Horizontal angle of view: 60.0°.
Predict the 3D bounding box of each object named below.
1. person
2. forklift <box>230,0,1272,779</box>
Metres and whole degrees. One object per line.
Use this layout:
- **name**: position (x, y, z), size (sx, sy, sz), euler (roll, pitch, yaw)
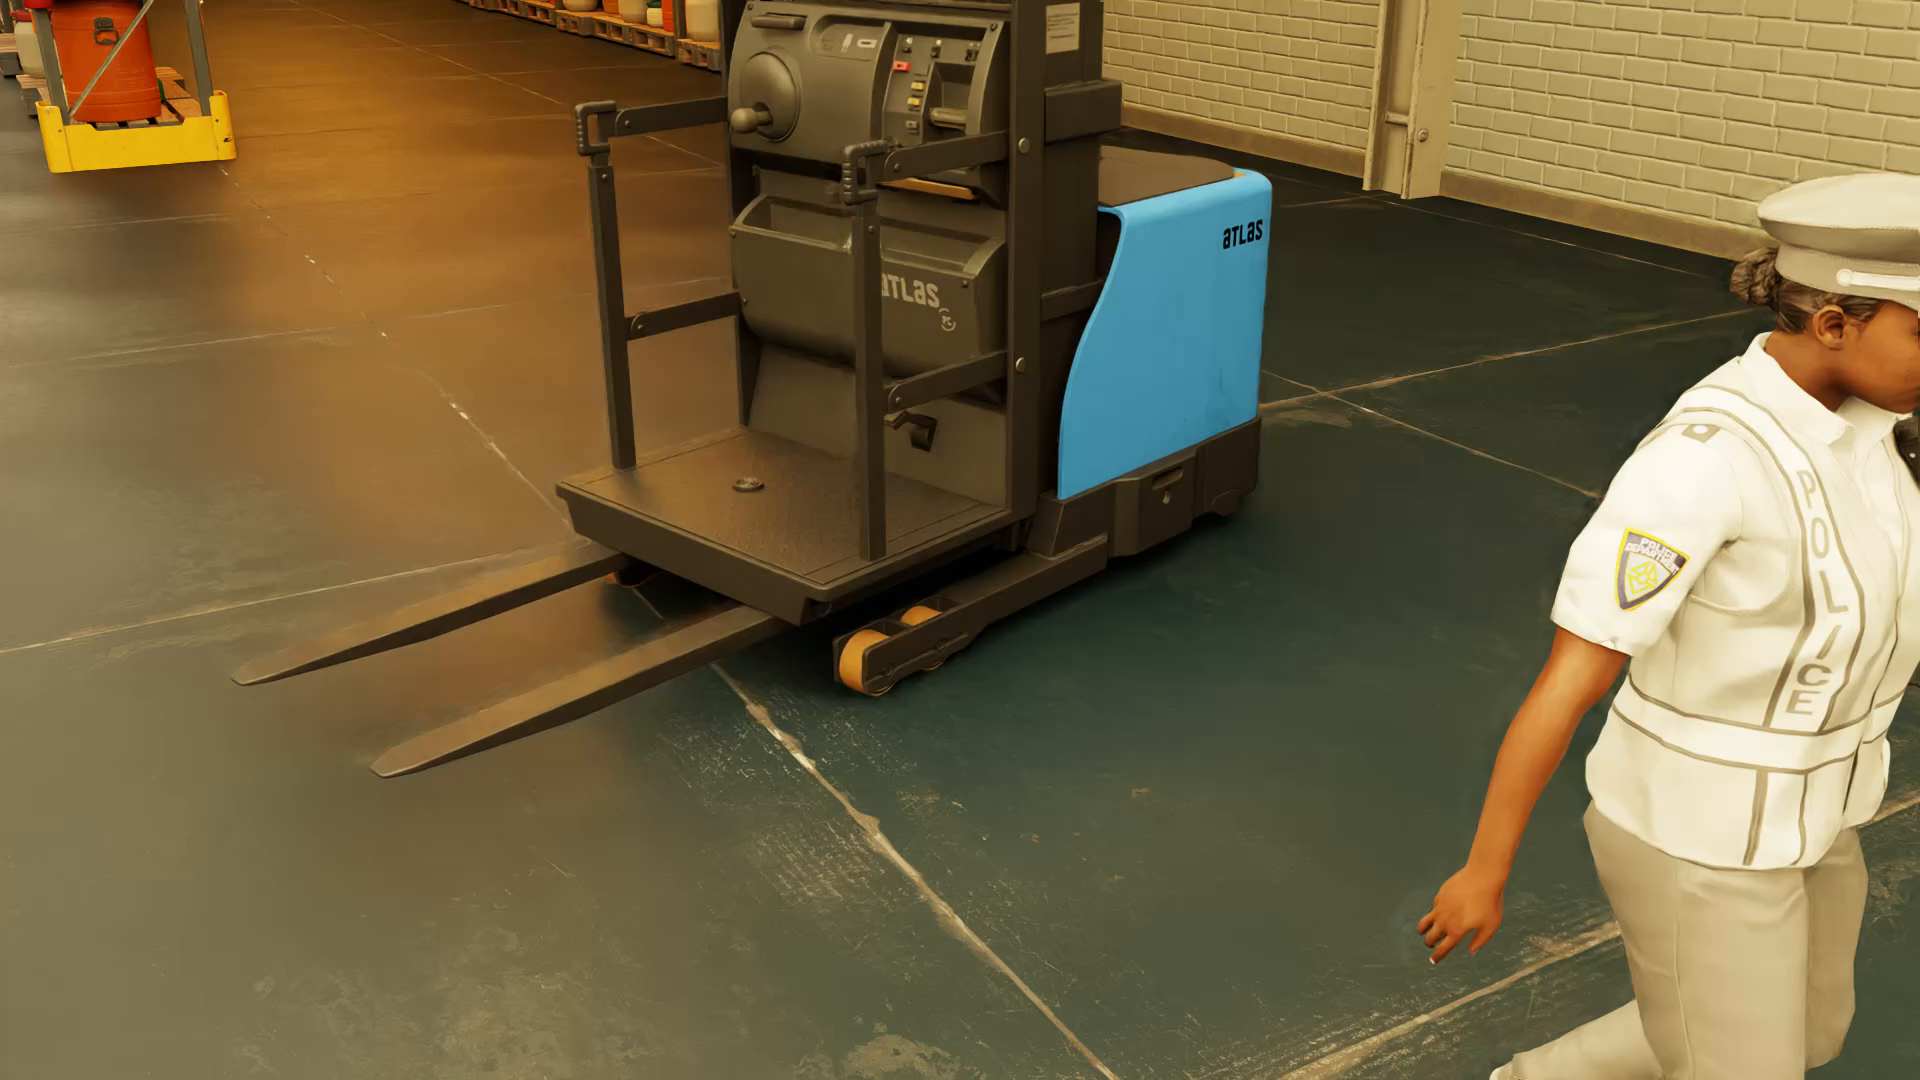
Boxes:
- **person**: position (0.976, 0.370, 2.083), size (0.779, 1.645, 0.647), euler (-19, 29, -38)
- **forklift**: position (-0.403, -1.180, 4.148), size (1.130, 2.935, 3.031), euler (19, 29, 38)
